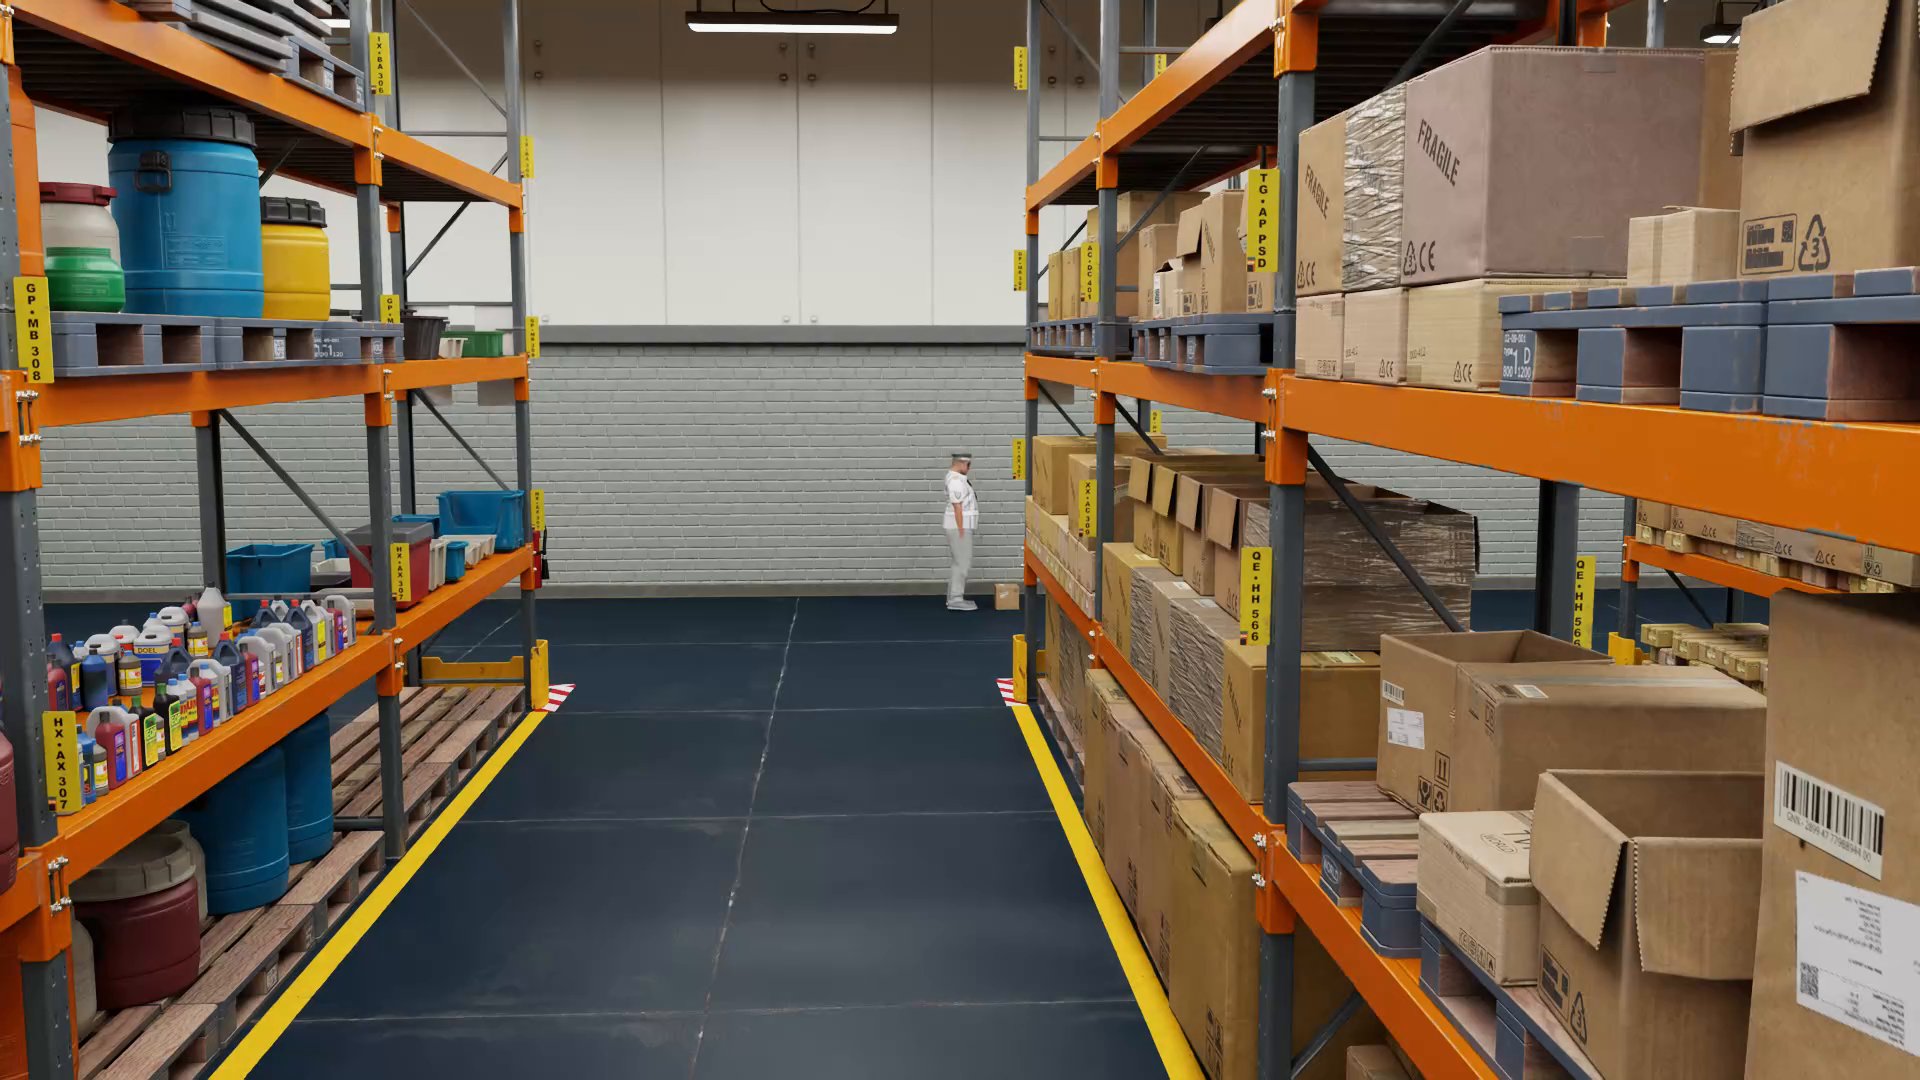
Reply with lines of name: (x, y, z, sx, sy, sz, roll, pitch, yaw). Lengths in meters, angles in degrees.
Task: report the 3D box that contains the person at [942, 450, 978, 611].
person: (0.004, -0.111, 18.218, 0.391, 1.740, 0.530, 0, 7, -3)
